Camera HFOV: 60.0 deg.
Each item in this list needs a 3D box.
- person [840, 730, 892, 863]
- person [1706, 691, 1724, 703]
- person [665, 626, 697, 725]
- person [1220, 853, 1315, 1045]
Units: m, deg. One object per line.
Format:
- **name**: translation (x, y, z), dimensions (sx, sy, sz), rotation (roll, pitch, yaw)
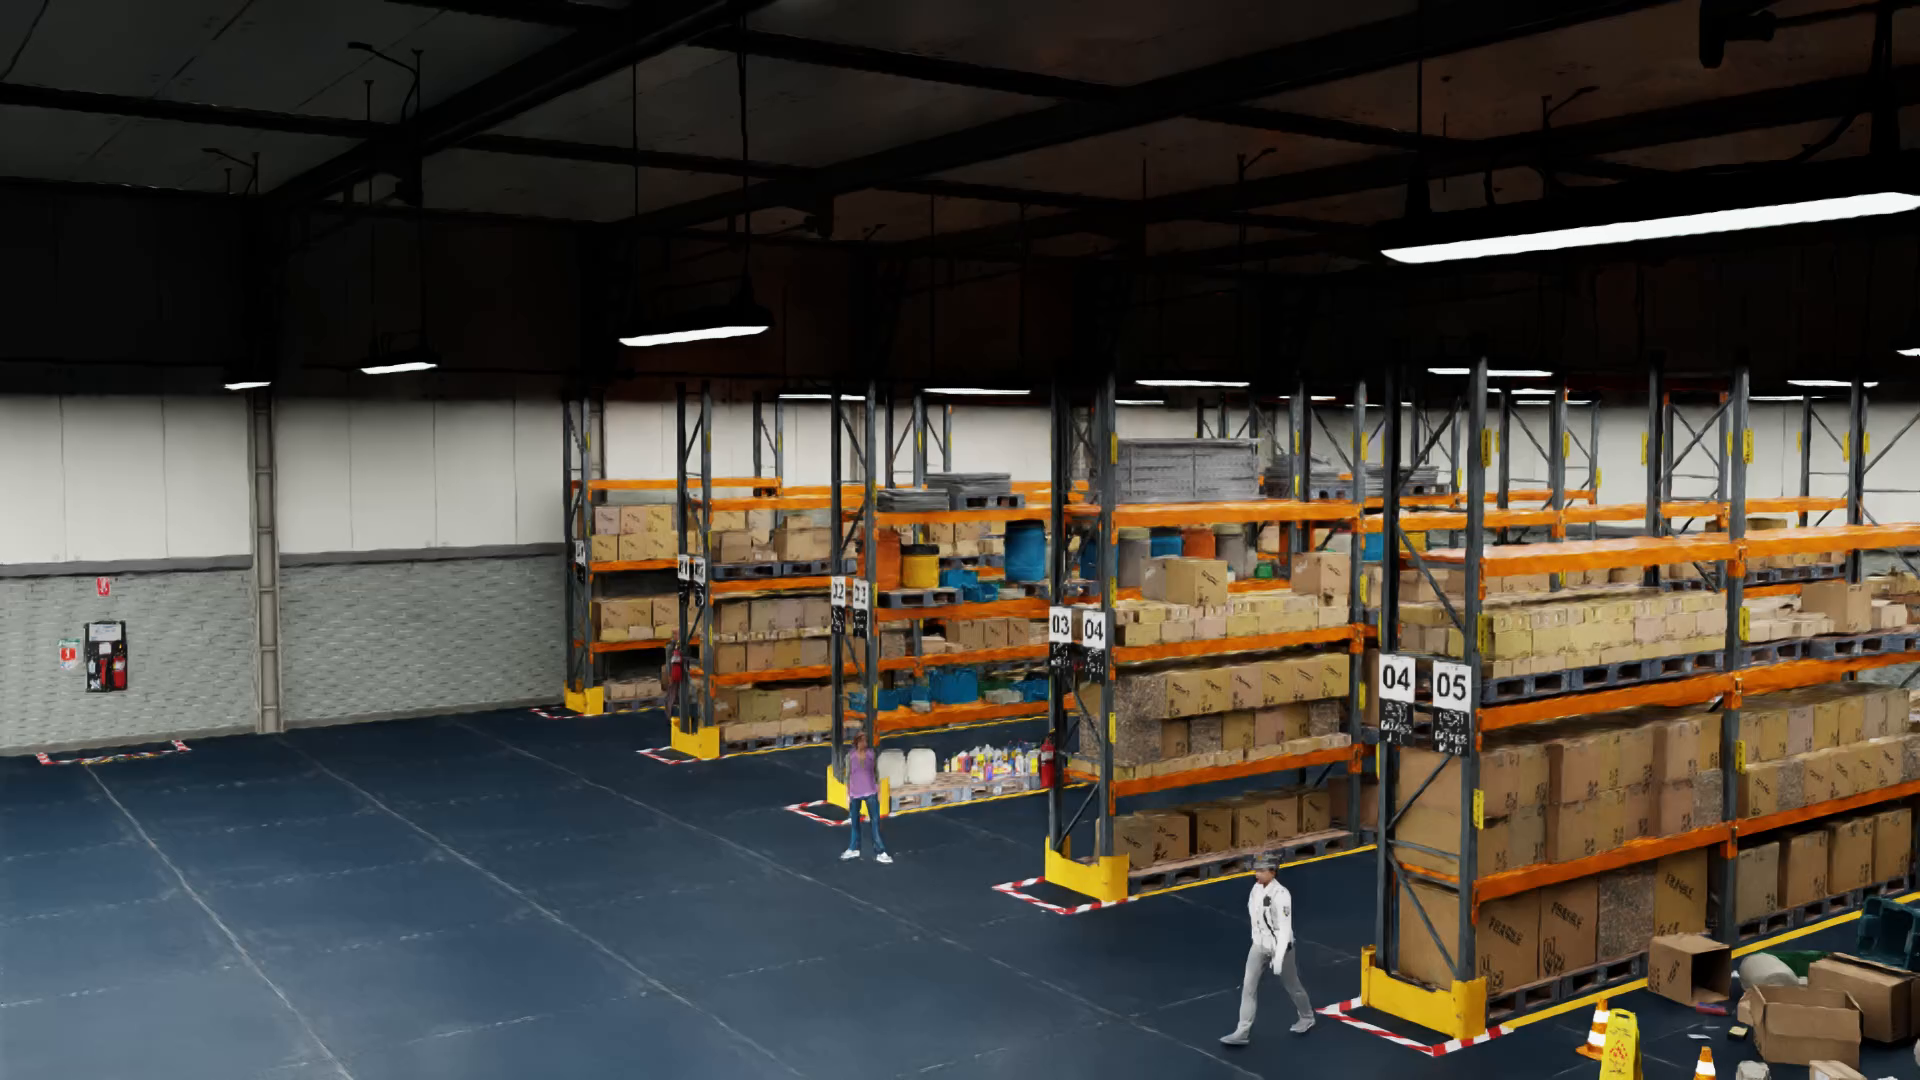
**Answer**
- **person**: translation (-1.134, 3.070, 20.031), dimensions (0.623, 1.589, 0.492), rotation (0, 4, -4)
- **person**: translation (10.514, 2.775, 23.046), dimensions (0.606, 1.786, 0.491), rotation (0, 4, -5)
- **person**: translation (-4.980, 2.434, 29.552), dimensions (0.463, 1.641, 0.601), rotation (2, 4, 26)
- **person**: translation (2.643, 3.438, 14.085), dimensions (0.988, 1.624, 0.502), rotation (-3, 5, -36)
